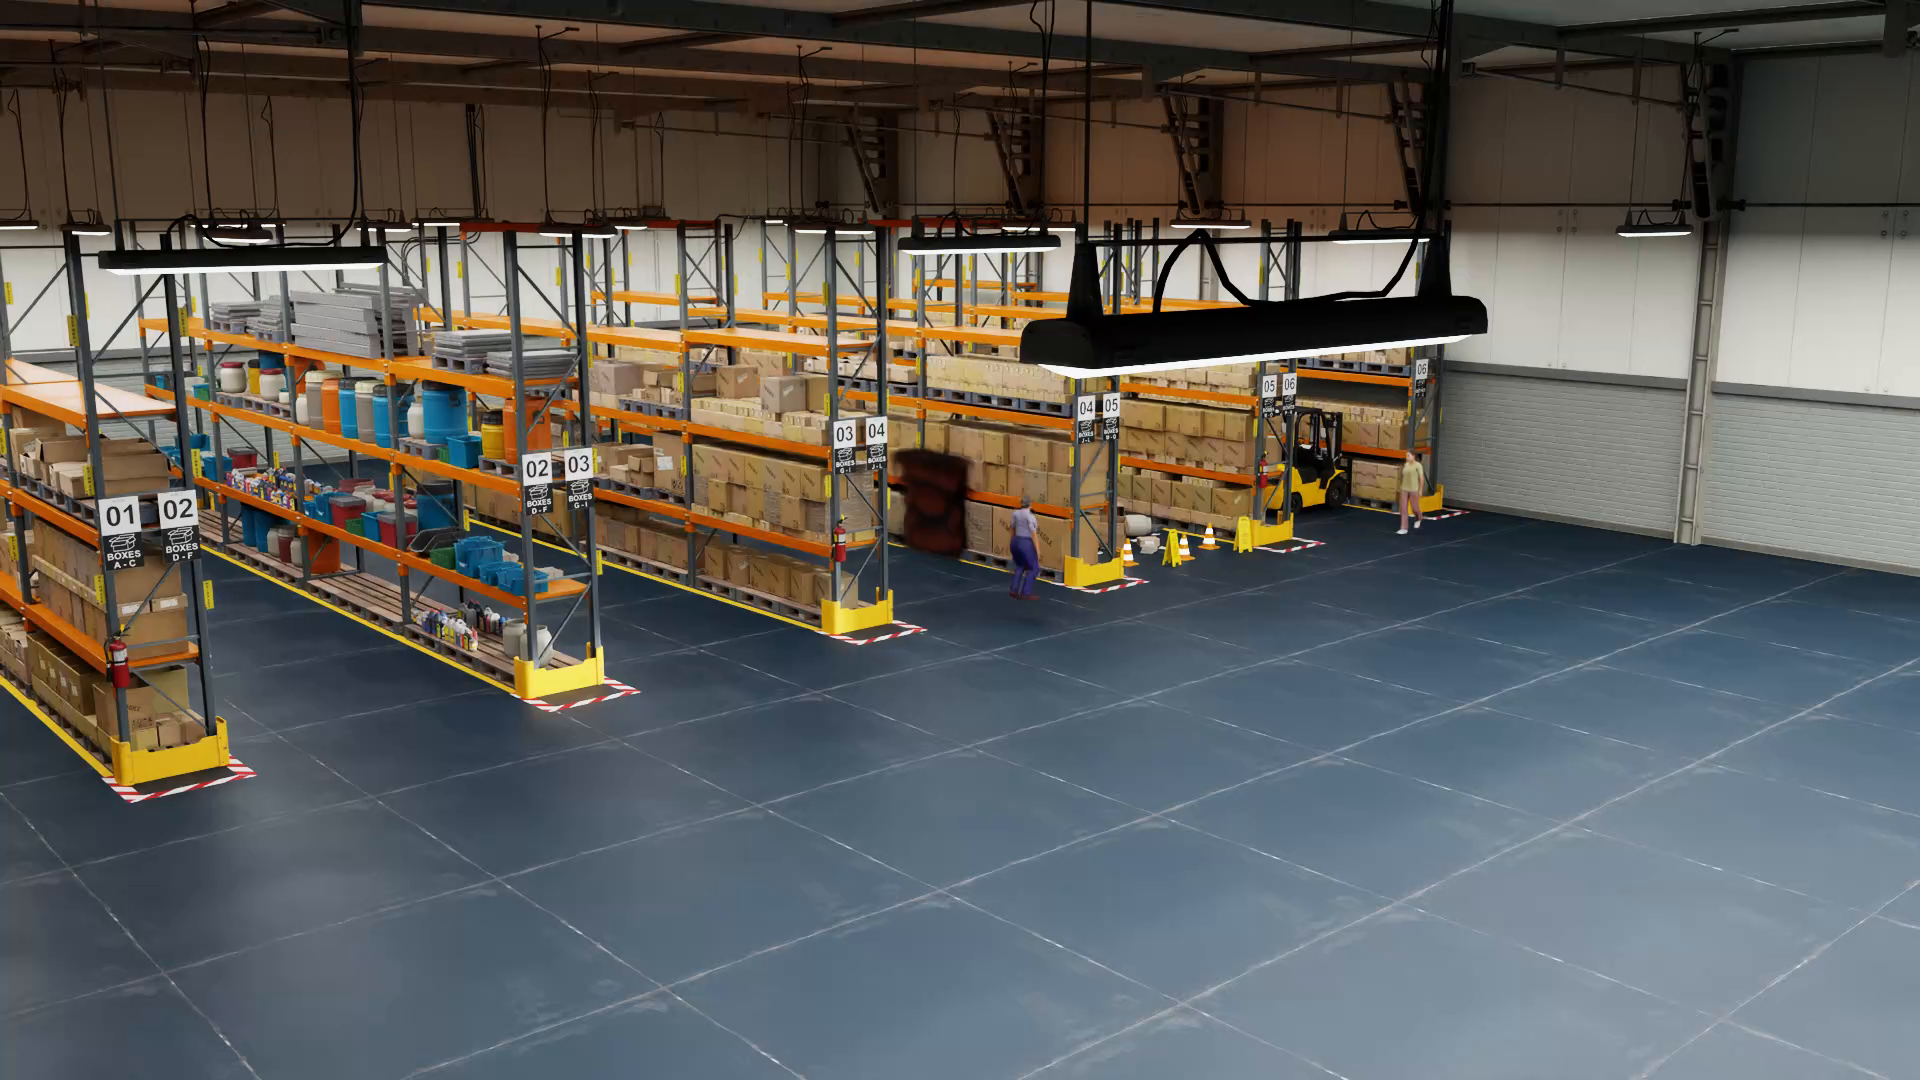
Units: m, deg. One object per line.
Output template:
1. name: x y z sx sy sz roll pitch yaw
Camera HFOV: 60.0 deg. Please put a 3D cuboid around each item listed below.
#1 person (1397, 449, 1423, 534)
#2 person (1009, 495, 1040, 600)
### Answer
1. person: 8.809 -0.964 32.400 0.453 1.661 0.731 7 13 29
2. person: 0.999 0.156 25.785 0.368 1.705 0.567 -9 14 -37
